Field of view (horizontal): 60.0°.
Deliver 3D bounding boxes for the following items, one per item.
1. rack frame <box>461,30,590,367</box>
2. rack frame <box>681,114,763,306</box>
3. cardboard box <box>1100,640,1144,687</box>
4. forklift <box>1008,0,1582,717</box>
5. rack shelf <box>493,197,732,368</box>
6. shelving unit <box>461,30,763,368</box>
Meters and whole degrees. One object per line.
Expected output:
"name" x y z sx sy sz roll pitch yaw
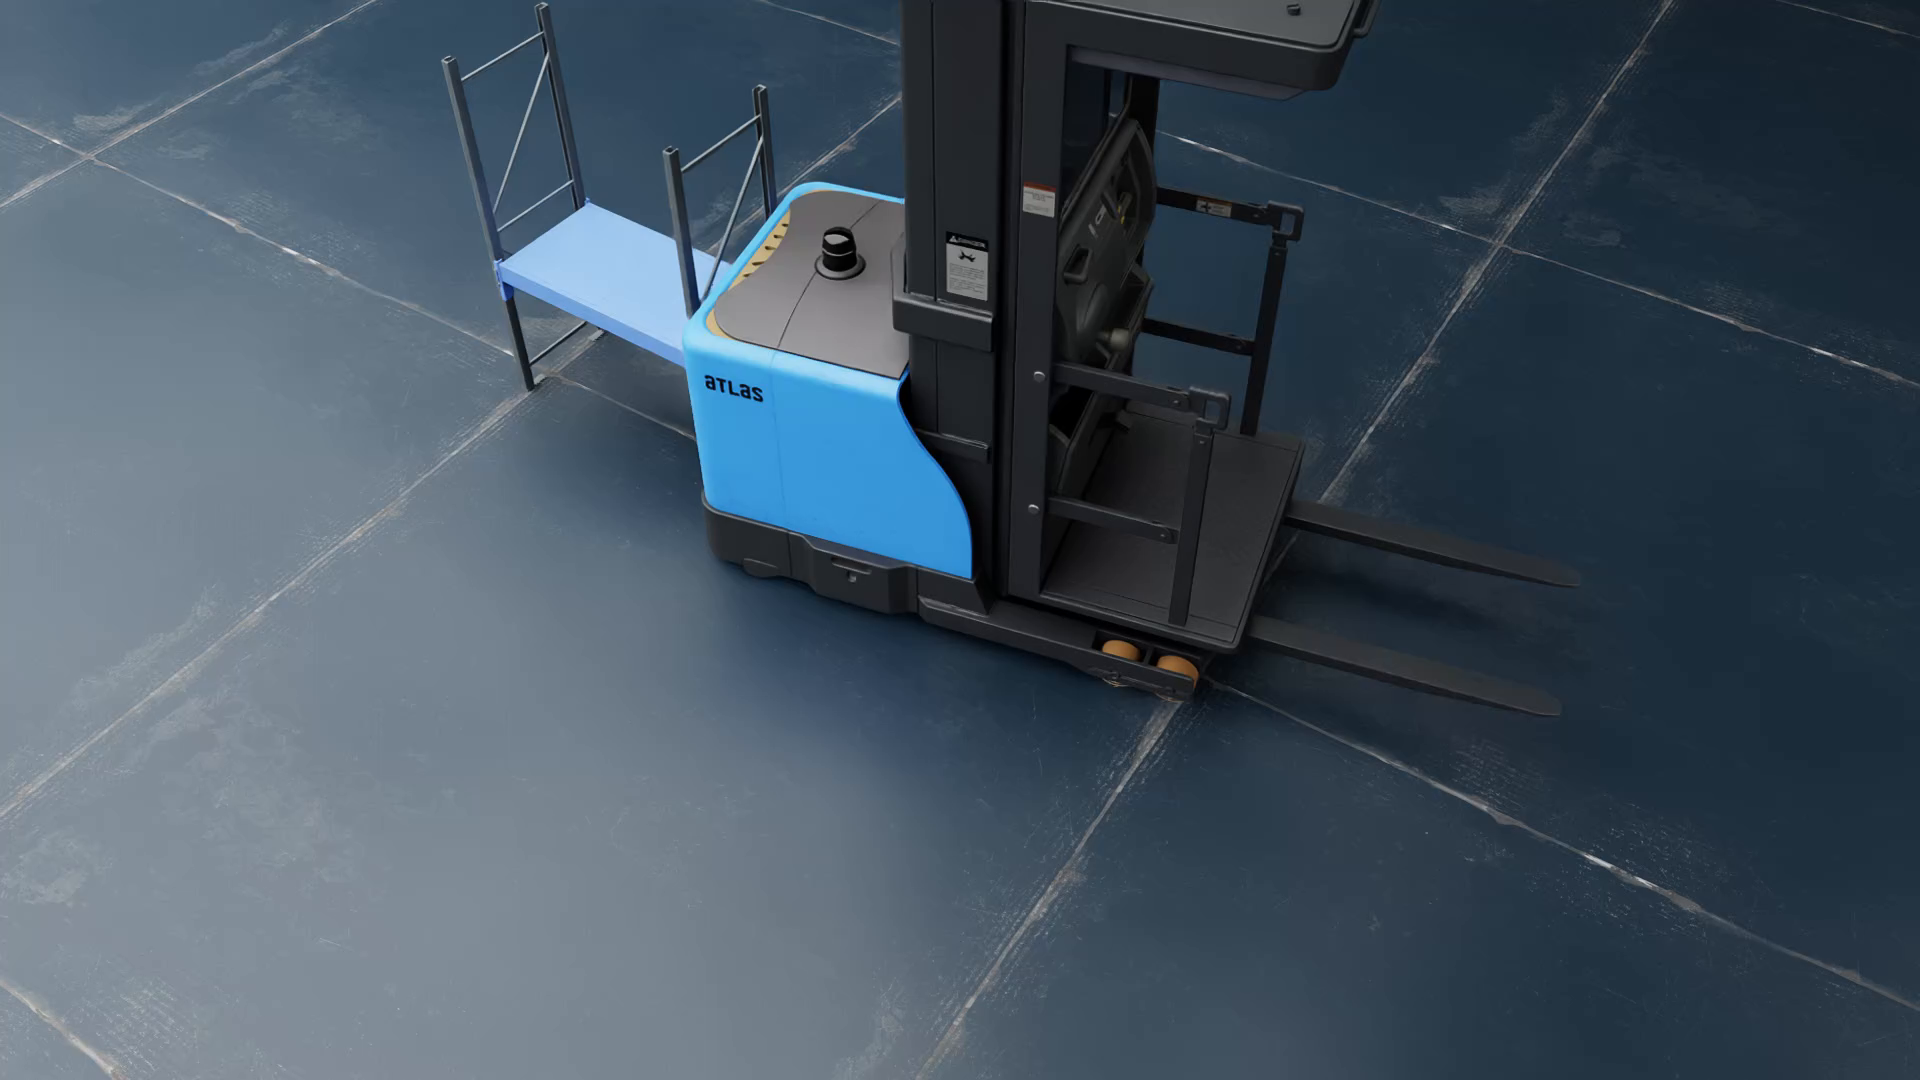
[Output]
"rack frame" -1.651 -1.285 6.453 0.013 1.308 0.475 26 51 23
"rack frame" -0.811 -0.874 6.054 0.013 1.308 0.475 26 51 23
"cardboard box" 0.549 0.424 5.729 0.178 0.156 0.153 24 50 21
"forklift" 0.640 -0.897 5.078 3.031 2.935 1.121 15 48 14
"rack shelf" -1.230 -0.955 6.383 1.000 0.185 0.538 26 51 23
"shelving unit" -1.230 -1.080 6.254 1.030 1.308 0.538 26 51 23
